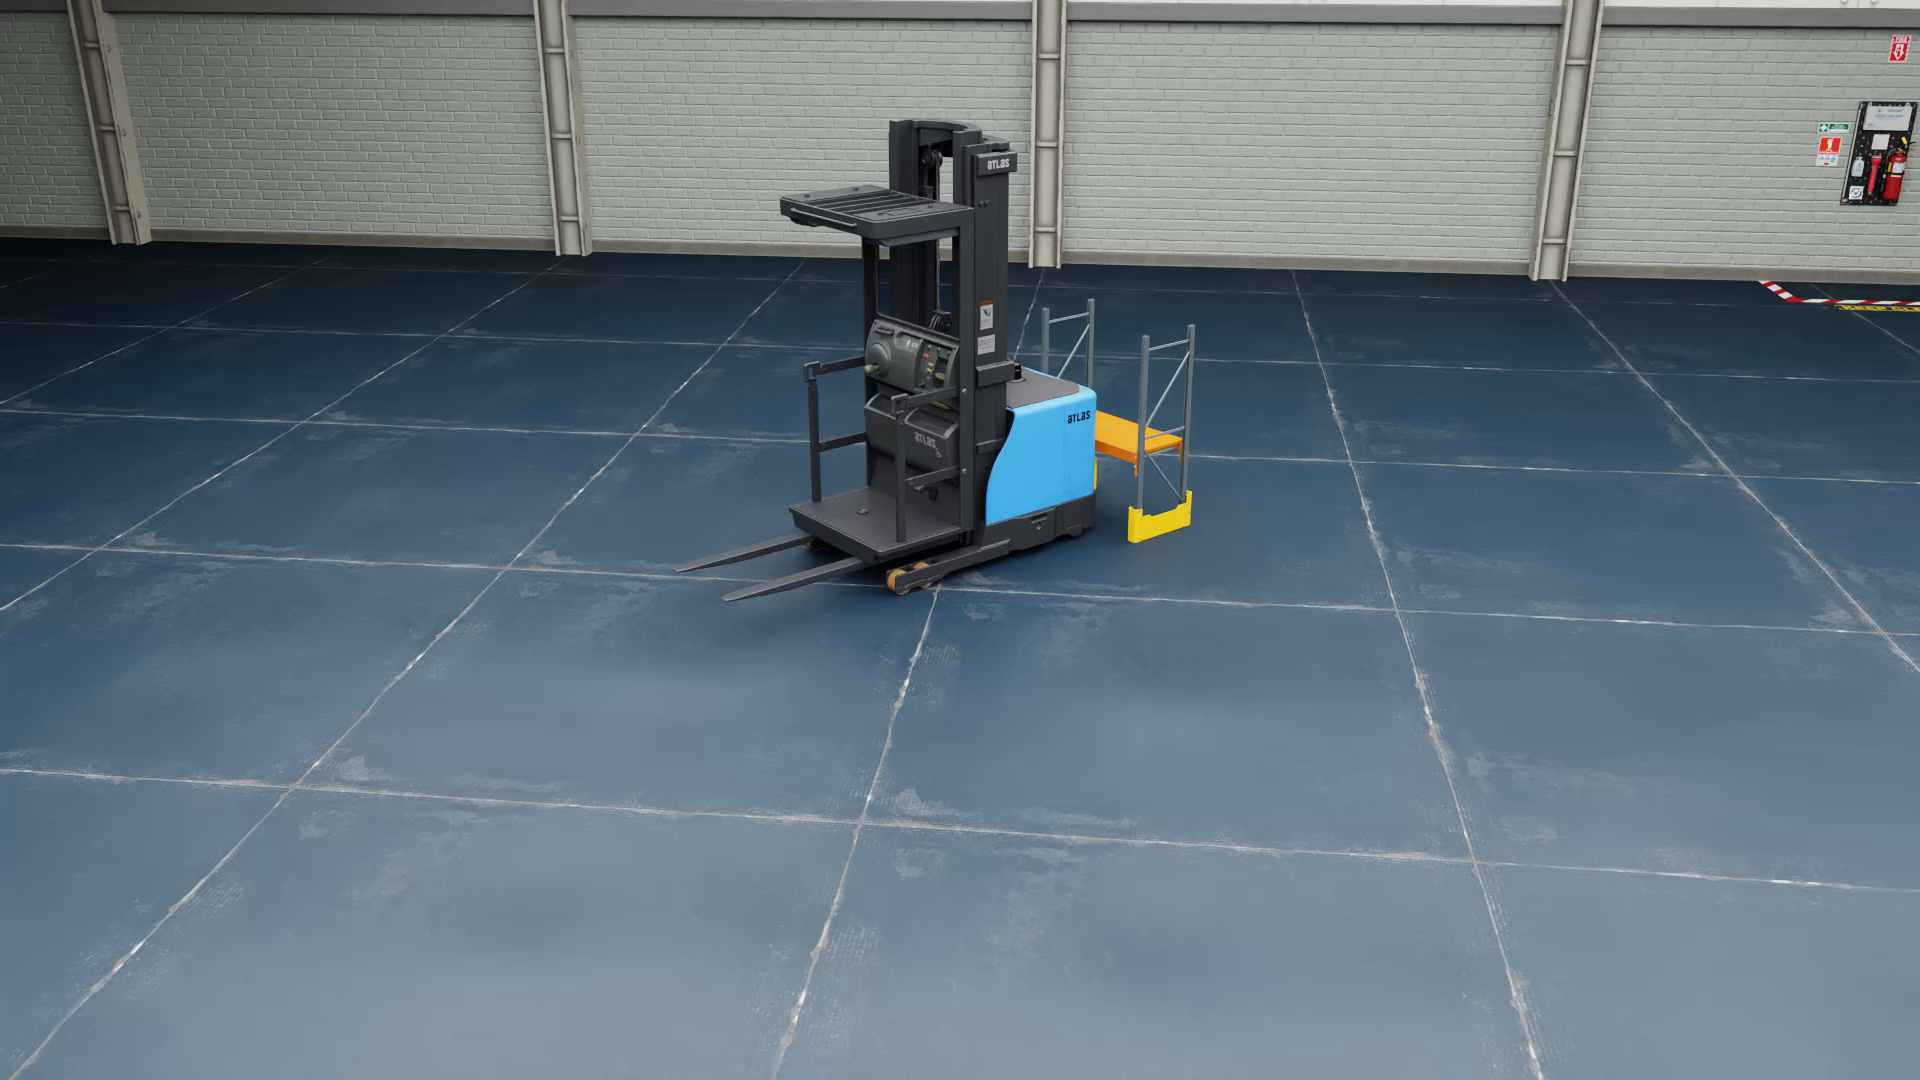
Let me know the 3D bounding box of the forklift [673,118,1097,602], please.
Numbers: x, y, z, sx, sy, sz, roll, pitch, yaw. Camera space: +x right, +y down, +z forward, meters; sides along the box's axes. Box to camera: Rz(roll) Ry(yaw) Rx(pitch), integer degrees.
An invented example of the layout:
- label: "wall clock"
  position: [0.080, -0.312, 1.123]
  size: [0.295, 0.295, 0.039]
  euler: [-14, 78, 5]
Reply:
- label: "forklift"
  position: [-0.490, -1.219, 11.036]
  size: [3.031, 2.935, 1.130]
  euler: [-16, 27, -36]

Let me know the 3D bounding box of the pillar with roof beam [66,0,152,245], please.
- label: "pillar with roof beam"
  position: [-11.370, -6.524, 16.201]
  size: [0.400, 9.000, 9.100]
  euler: [2, 22, 6]

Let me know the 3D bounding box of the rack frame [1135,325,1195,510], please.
- label: "rack frame"
  position: [1.449, -0.754, 11.807]
  size: [0.500, 1.500, 0.032]
  euler: [-17, 27, -36]

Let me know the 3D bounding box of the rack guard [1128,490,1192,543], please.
- label: "rack guard"
  position: [1.448, -0.173, 12.038]
  size: [0.587, 0.250, 0.087]
  euler: [-17, 27, -36]

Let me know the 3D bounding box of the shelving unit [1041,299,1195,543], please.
- label: "shelving unit"
  position: [1.131, -0.896, 12.165]
  size: [0.587, 1.500, 1.083]
  euler: [-17, 27, -36]

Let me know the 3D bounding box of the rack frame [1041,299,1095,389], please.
- label: "rack frame"
  position: [0.802, -1.042, 12.536]
  size: [0.500, 1.500, 0.032]
  euler: [-17, 27, -36]

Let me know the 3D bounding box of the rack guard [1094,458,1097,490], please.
- label: "rack guard"
  position: [0.814, -0.456, 12.752]
  size: [0.587, 0.250, 0.087]
  euler: [-17, 27, -36]

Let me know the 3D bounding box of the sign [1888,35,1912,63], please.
- label: "sign"
  position: [10.524, -5.503, 18.626]
  size: [0.199, 0.298, 0.001]
  euler: [2, 22, 6]

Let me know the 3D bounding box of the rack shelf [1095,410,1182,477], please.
- label: "rack shelf"
  position: [1.125, -0.731, 12.238]
  size: [0.538, 0.185, 1.000]
  euler: [-17, 27, -36]

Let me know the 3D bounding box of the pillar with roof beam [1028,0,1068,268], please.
- label: "pillar with roof beam"
  position: [0.546, -6.004, 14.888]
  size: [0.400, 9.000, 9.100]
  euler: [2, 22, 6]

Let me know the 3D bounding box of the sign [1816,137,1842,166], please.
- label: "sign"
  position: [9.983, -4.466, 19.108]
  size: [0.234, 0.329, 0.001]
  euler: [2, 22, 6]

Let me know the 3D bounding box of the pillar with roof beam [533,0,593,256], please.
- label: "pillar with roof beam"
  position: [-5.412, -6.264, 15.545]
  size: [0.400, 9.000, 9.100]
  euler: [2, 22, 6]

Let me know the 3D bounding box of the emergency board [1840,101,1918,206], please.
- label: "emergency board"
  position: [10.520, -4.388, 18.959]
  size: [0.643, 1.169, 0.194]
  euler: [2, 22, 6]

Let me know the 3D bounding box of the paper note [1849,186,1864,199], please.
- label: "paper note"
  position: [10.352, -4.011, 19.204]
  size: [0.142, 0.148, 0.016]
  euler: [2, 22, 6]

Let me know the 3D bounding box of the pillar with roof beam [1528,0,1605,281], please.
- label: "pillar with roof beam"
  position: [6.504, -5.745, 14.231]
  size: [0.400, 9.000, 9.100]
  euler: [2, 22, 6]

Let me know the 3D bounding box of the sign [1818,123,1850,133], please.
- label: "sign"
  position: [9.986, -4.709, 19.002]
  size: [0.331, 0.109, 0.001]
  euler: [2, 22, 6]
